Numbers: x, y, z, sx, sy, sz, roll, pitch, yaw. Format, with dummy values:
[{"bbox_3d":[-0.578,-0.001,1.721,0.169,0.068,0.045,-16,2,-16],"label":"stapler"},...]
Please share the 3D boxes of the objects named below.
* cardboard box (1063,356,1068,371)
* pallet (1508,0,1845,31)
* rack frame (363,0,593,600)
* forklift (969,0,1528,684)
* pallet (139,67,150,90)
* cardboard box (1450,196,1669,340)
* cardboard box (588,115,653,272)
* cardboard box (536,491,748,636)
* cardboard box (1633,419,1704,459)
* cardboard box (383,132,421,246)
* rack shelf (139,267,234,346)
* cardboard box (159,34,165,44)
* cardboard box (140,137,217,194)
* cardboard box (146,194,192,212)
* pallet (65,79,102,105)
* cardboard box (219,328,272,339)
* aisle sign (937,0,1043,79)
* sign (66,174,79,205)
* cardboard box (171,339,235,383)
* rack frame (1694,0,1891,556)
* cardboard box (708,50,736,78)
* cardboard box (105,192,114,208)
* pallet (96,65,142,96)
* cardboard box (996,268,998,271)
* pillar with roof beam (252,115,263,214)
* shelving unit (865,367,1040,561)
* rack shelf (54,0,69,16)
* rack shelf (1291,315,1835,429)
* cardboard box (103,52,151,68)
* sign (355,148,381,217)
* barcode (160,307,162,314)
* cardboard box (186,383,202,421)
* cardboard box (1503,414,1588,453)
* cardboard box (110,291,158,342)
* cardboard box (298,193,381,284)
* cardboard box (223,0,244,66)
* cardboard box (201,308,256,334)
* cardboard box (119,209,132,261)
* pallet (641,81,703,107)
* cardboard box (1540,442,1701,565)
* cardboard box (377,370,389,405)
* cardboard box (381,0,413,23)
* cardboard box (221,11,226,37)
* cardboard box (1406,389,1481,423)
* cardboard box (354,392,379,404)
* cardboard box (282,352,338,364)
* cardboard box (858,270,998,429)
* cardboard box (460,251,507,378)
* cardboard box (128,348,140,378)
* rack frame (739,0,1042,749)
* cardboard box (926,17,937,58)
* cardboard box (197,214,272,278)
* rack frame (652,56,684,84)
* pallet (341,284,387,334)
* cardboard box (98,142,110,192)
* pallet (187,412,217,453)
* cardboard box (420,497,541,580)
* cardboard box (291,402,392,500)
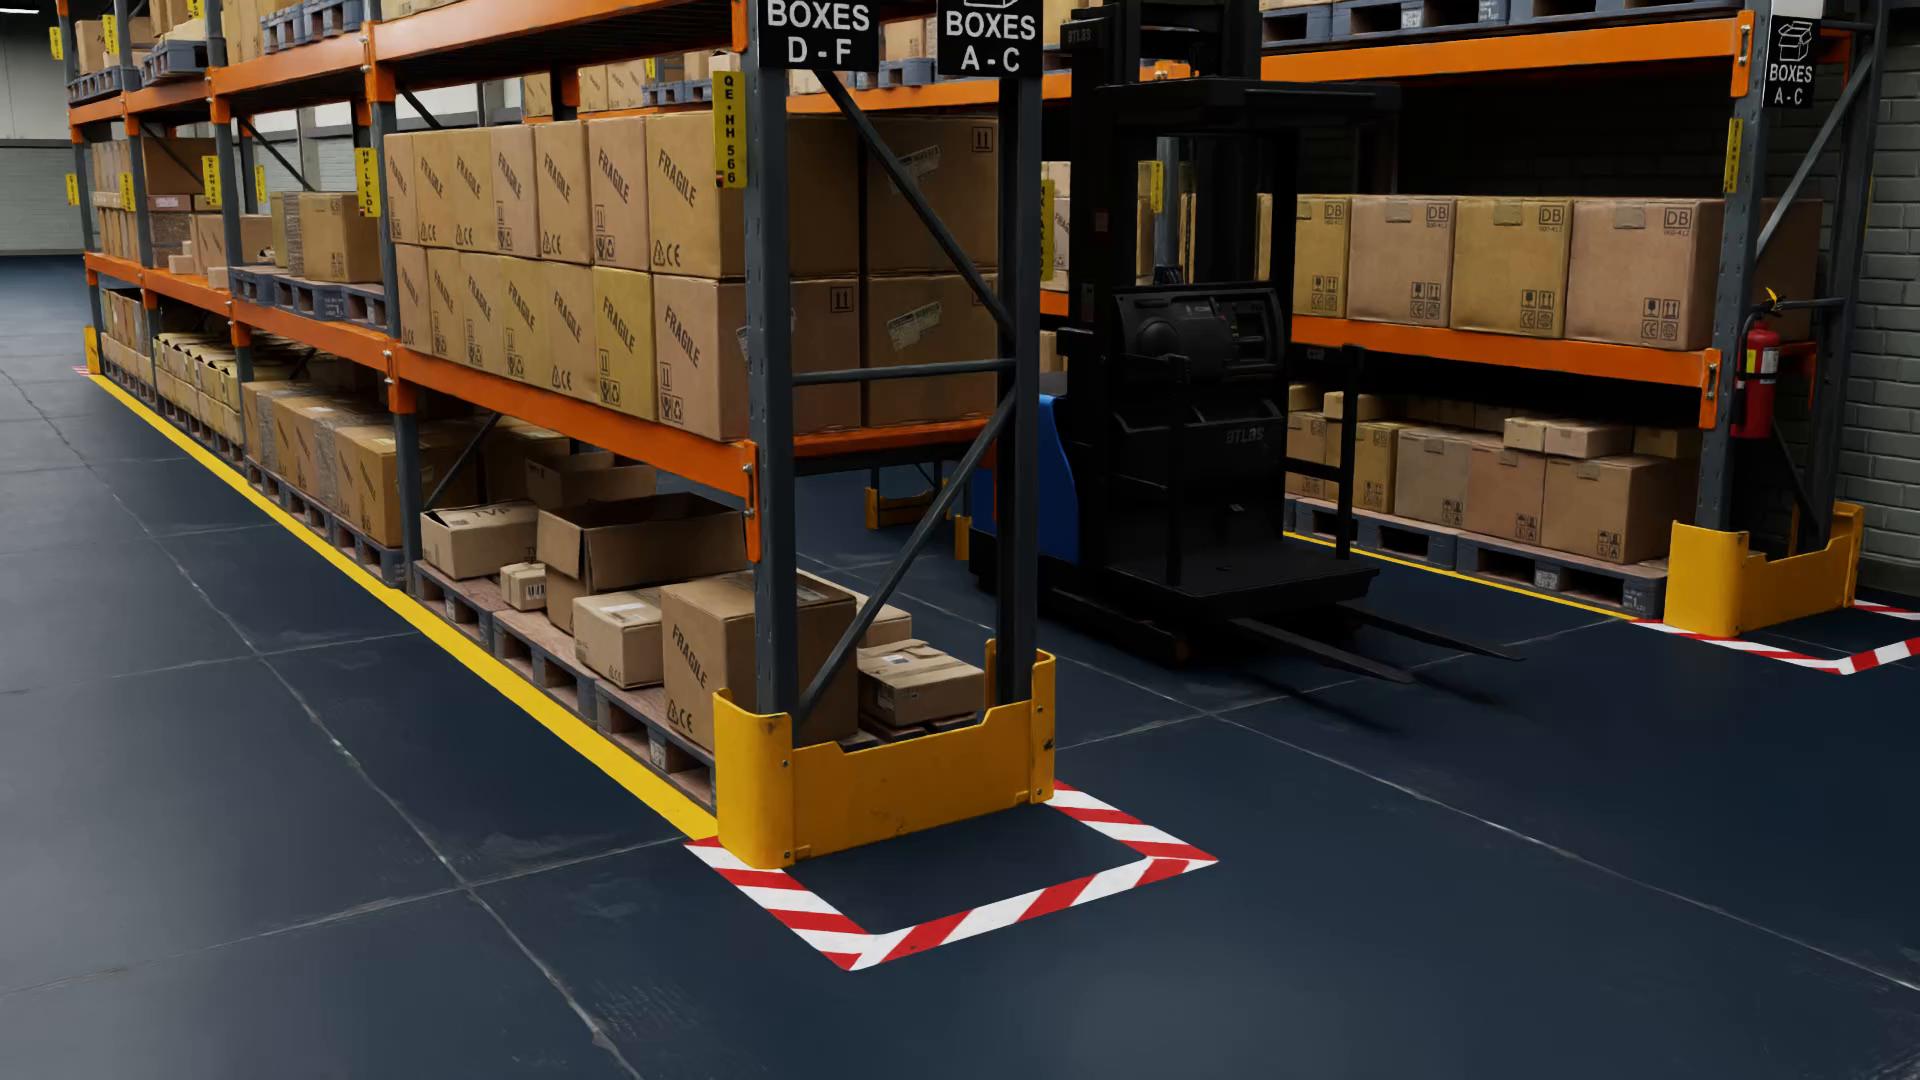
[{"bbox_3d":[1.250,-1.073,11.798,0.750,0.750,0.750,-8,15,-32],"label":"cardboard box"},{"bbox_3d":[3.515,-2.660,8.188,1.003,0.211,1.213,-8,15,-33],"label":"pallet"},{"bbox_3d":[-2.404,-1.231,8.470,1.000,3.000,0.127,-8,15,-33],"label":"rack frame"},{"bbox_3d":[1.224,-0.985,7.505,1.130,2.935,3.031,-7,14,-30],"label":"forklift"},{"bbox_3d":[-6.337,-3.871,13.966,0.805,0.209,1.217,-9,15,-35],"label":"pallet"},{"bbox_3d":[3.231,-1.471,8.865,0.980,0.700,0.700,-8,15,-33],"label":"cardboard box"},{"bbox_3d":[-0.944,-1.193,5.723,0.500,0.500,0.500,-8,14,-31],"label":"cardboard box"},{"bbox_3d":[-1.358,0.107,7.165,0.797,0.503,0.637,-8,15,-33],"label":"cardboard box"},{"bbox_3d":[3.699,-0.522,8.576,0.380,0.149,0.250,-8,15,-32],"label":"cardboard box"},{"bbox_3d":[-2.377,-1.651,7.817,0.500,0.500,0.500,-8,14,-31],"label":"cardboard box"},{"bbox_3d":[-5.728,-1.947,13.427,1.077,0.370,4.000,-8,15,-33],"label":"rack shelf"},{"bbox_3d":[-6.503,-4.140,14.121,0.500,0.250,0.500,-6,14,-27],"label":"cardboard box"},{"bbox_3d":[-7.087,-3.415,15.185,0.700,0.500,0.500,-8,15,-32],"label":"cardboard box"},{"bbox_3d":[-7.165,-3.043,15.002,0.380,0.149,0.250,-8,15,-33],"label":"cardboard box"},{"bbox_3d":[-8.682,-4.659,17.329,1.003,0.211,1.213,-8,15,-33],"label":"pallet"},{"bbox_3d":[-6.373,-1.752,14.991,0.500,0.311,0.500,-8,15,-33],"label":"cardboard box"},{"bbox_3d":[0.095,-1.812,5.043,0.394,0.787,0.004,-8,15,-33],"label":"aisle sign"},{"bbox_3d":[-9.518,-3.762,17.833,0.100,0.325,0.005,-8,15,-33],"label":"sign"},{"bbox_3d":[-6.254,-1.505,13.864,0.500,0.311,0.500,-9,15,-35],"label":"cardboard box"},{"bbox_3d":[3.934,-1.107,7.902,1.000,3.000,0.127,-8,15,-33],"label":"rack frame"},{"bbox_3d":[-2.137,-4.652,16.316,0.500,0.311,0.500,-8,14,-31],"label":"cardboard box"},{"bbox_3d":[-8.441,-3.452,16.875,0.380,0.149,0.250,-9,15,-35],"label":"cardboard box"},{"bbox_3d":[-7.330,-4.225,15.345,1.003,0.211,1.213,-8,15,-33],"label":"pallet"},{"bbox_3d":[0.490,-2.012,12.580,0.380,0.149,0.250,-8,14,-31],"label":"cardboard box"},{"bbox_3d":[-20.704,-10.620,37.360,9.100,9.000,0.548,-8,15,-33],"label":"pillar with roof beam"},{"bbox_3d":[-0.042,-0.746,9.764,0.587,1.500,1.083,-8,15,-33],"label":"shelving unit"},{"bbox_3d":[-7.944,-5.394,16.082,1.077,0.370,4.000,-8,15,-33],"label":"rack shelf"},{"bbox_3d":[2.826,-1.111,9.605,1.077,0.370,4.000,-8,15,-33],"label":"rack shelf"},{"bbox_3d":[-7.732,-4.452,15.456,0.380,0.149,0.250,-8,15,-33],"label":"cardboard box"},{"bbox_3d":[-2.864,-1.730,8.043,0.100,0.325,0.005,-8,15,-33],"label":"sign"},{"bbox_3d":[-7.041,-2.022,14.661,0.001,0.075,0.075,-8,15,-33],"label":"barcode"},{"bbox_3d":[-5.966,-1.141,13.513,0.500,0.250,0.500,-8,15,-32],"label":"cardboard box"},{"bbox_3d":[3.098,-0.567,8.783,0.380,0.149,0.250,-8,14,-31],"label":"cardboard box"},{"bbox_3d":[-8.374,-2.296,17.037,0.500,0.500,0.500,-8,15,-33],"label":"cardboard box"},{"bbox_3d":[-3.434,-1.792,9.818,0.500,0.500,0.700,11,16,41],"label":"cardboard box"},{"bbox_3d":[-4.350,-3.383,11.056,0.910,0.500,0.500,-8,15,-33],"label":"cardboard box"},{"bbox_3d":[-6.832,-2.002,15.692,0.500,0.500,0.500,-8,15,-33],"label":"cardboard box"},{"bbox_3d":[-7.944,-3.055,16.575,0.700,0.500,0.500,-8,14,-31],"label":"cardboard box"},{"bbox_3d":[-2.461,-4.492,16.801,1.213,0.211,1.003,-8,15,-33],"label":"pallet"},{"bbox_3d":[3.463,-0.203,8.639,0.700,0.500,0.500,-8,15,-33],"label":"cardboard box"},{"bbox_3d":[-3.301,-0.973,10.357,0.500,0.250,0.500,-8,15,-34],"label":"cardboard box"},{"bbox_3d":[-2.340,-2.508,7.637,0.500,0.250,0.500,-8,15,-33],"label":"cardboard box"},{"bbox_3d":[-4.918,-3.614,11.713,0.500,0.250,0.500,-9,15,-37],"label":"cardboard box"},{"bbox_3d":[2.855,-0.792,9.812,0.380,0.149,0.250,-8,15,-34],"label":"cardboard box"},{"bbox_3d":[-3.620,-0.706,10.889,0.500,0.500,0.500,-9,15,-35],"label":"cardboard box"},{"bbox_3d":[-4.964,-1.299,12.920,0.500,0.311,0.500,-9,15,-34],"label":"cardboard box"},{"bbox_3d":[-0.214,-0.679,5.710,0.500,0.500,0.500,-8,15,-32],"label":"cardboard box"},{"bbox_3d":[-1.787,-0.977,7.075,0.500,0.500,0.500,-8,15,-33],"label":"cardboard box"},{"bbox_3d":[-7.833,-1.750,16.295,0.500,0.250,0.500,-8,15,-33],"label":"cardboard box"},{"bbox_3d":[-0.187,-0.520,5.217,1.000,3.000,0.127,-8,15,-33],"label":"rack frame"},{"bbox_3d":[0.156,-4.091,13.264,0.700,0.500,0.500,-9,15,-36],"label":"cardboard box"},{"bbox_3d":[-5.855,-2.382,13.497,0.500,0.500,0.500,-8,15,-33],"label":"cardboard box"},{"bbox_3d":[-2.714,-6.172,17.020,1.000,3.000,0.127,-8,15,-33],"label":"rack frame"},{"bbox_3d":[-2.756,-1.292,9.200,1.003,0.211,1.213,-8,15,-33],"label":"pallet"},{"bbox_3d":[-8.479,-3.861,17.226,0.700,0.500,0.500,-9,15,-34],"label":"cardboard box"},{"bbox_3d":[-5.715,-0.948,13.703,1.003,0.211,1.213,-8,15,-33],"label":"pallet"},{"bbox_3d":[-2.351,-0.032,8.252,0.500,0.311,0.500,-8,15,-33],"label":"cardboard box"},{"bbox_3d":[-3.744,-0.547,10.164,0.500,0.500,0.500,-9,15,-35],"label":"cardboard box"}]
